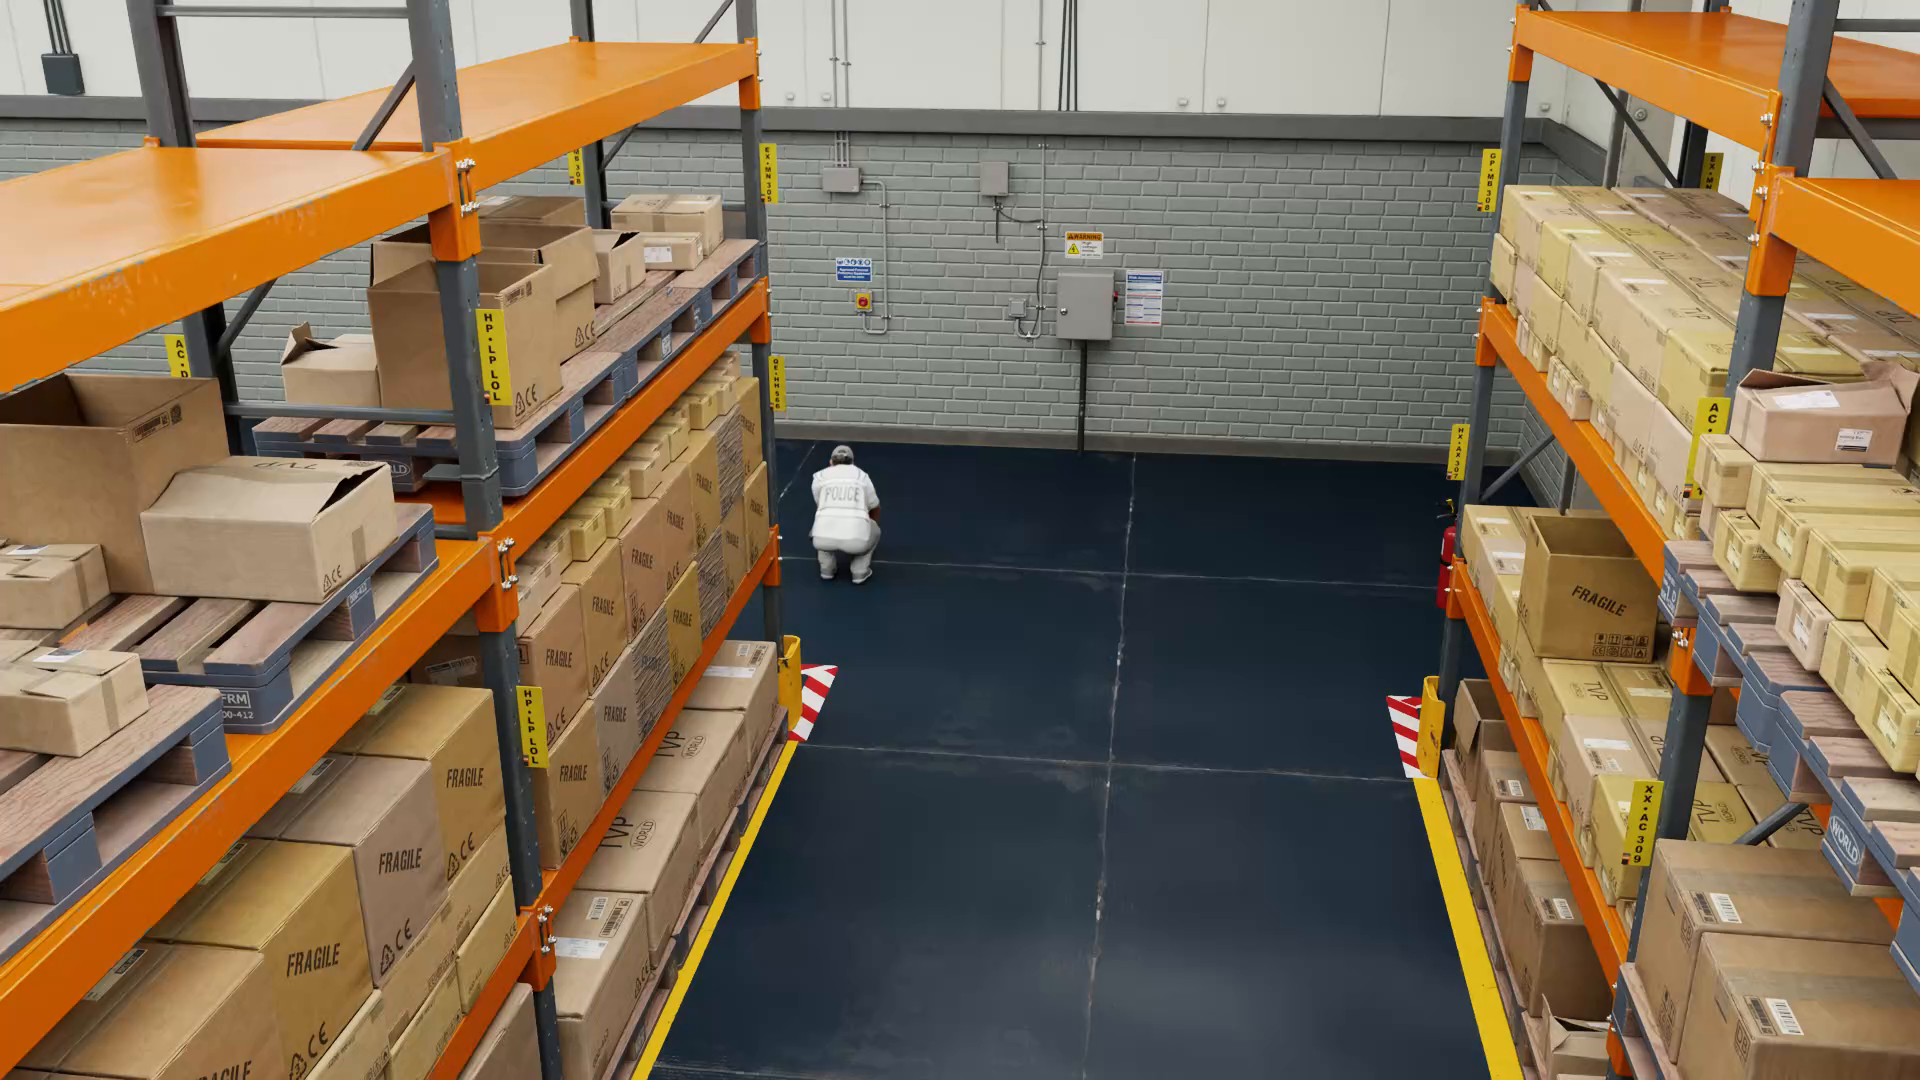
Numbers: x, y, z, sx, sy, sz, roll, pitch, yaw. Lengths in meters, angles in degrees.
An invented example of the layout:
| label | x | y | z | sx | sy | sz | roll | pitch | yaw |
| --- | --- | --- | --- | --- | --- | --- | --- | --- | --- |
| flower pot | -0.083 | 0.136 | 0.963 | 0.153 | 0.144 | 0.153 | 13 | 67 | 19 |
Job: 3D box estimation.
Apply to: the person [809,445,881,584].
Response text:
| label | x | y | z | sx | sy | sz | roll | pitch | yaw |
| --- | --- | --- | --- | --- | --- | --- | --- | --- | --- |
| person | -0.872 | -0.190 | 12.595 | 0.516 | 0.934 | 0.854 | 3 | 21 | 6 |
